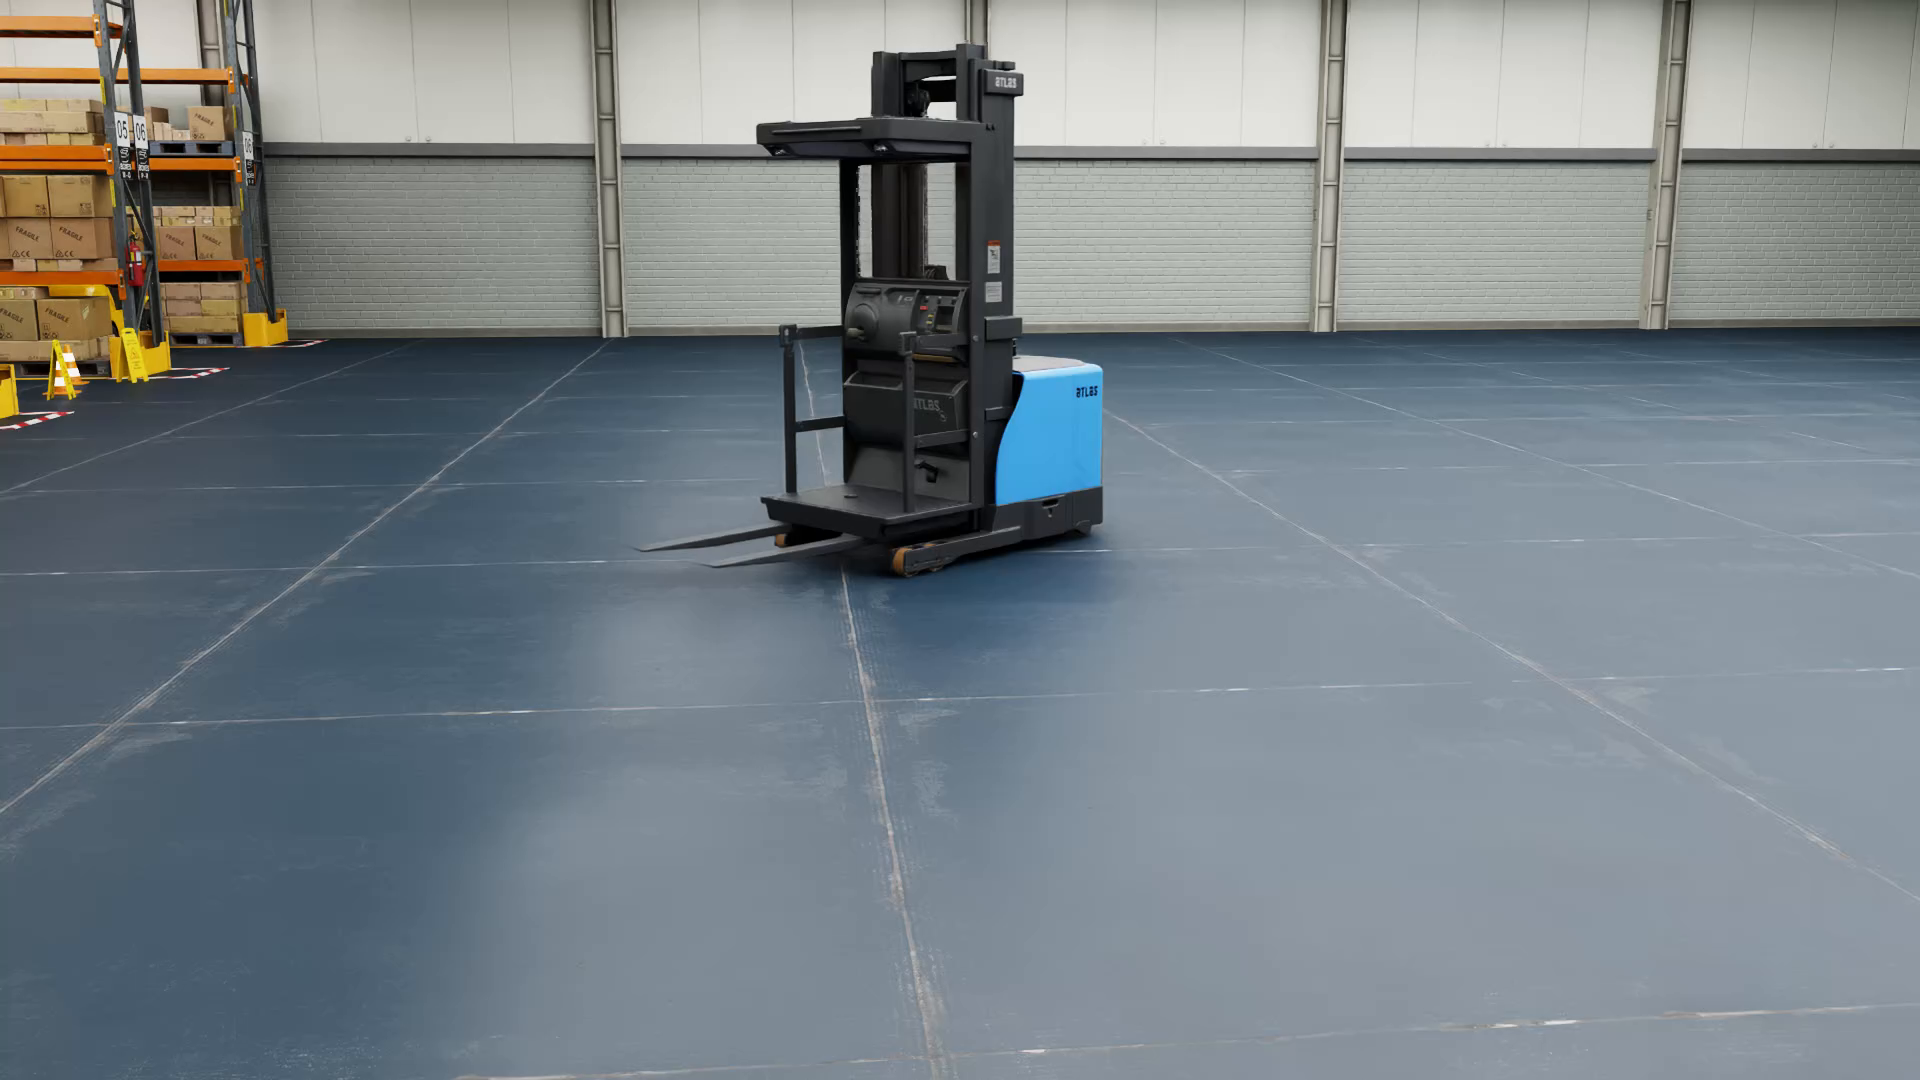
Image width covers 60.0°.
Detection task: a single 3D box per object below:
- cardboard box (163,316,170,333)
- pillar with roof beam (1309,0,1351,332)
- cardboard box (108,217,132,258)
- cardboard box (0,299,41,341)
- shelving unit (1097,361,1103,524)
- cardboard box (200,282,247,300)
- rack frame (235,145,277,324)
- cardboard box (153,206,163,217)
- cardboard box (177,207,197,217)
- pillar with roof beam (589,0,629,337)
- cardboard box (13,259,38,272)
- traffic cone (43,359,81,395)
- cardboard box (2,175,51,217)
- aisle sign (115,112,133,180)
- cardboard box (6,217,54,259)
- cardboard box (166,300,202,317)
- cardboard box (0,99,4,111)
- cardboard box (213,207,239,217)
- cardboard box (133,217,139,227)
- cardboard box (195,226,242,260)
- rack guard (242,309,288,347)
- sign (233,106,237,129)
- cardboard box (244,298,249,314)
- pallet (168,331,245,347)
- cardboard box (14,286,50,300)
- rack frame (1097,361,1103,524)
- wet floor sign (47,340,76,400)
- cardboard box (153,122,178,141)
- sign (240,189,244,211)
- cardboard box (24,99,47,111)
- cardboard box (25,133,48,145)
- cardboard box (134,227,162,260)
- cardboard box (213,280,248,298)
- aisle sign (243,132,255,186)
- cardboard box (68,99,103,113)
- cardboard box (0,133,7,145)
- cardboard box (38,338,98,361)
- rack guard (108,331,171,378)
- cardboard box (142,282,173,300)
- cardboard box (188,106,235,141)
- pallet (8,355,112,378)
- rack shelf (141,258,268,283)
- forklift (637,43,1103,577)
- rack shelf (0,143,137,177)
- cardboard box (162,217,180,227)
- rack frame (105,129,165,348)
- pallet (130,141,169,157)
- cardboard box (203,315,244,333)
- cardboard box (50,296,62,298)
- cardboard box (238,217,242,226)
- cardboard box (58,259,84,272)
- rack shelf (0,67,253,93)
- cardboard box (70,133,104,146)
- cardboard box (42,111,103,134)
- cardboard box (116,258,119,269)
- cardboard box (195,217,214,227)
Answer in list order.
[{"bbox_3d":[-12.278,-3.310,25.467,0.500,0.250,0.500,-1,11,-5],"label":"cardboard box"},{"bbox_3d":[6.718,-7.192,23.623,0.400,9.000,9.100,-1,11,-6],"label":"pillar with roof beam"},{"bbox_3d":[-10.813,-3.827,21.029,0.500,0.500,0.500,-1,11,-7],"label":"cardboard box"},{"bbox_3d":[-11.599,-2.735,20.601,0.500,0.500,0.500,-1,11,-4],"label":"cardboard box"},{"bbox_3d":[0.792,-0.637,10.882,0.252,1.050,0.215,-1,11,-5],"label":"shelving unit"},{"bbox_3d":[-11.276,-3.819,25.464,0.500,0.250,0.500,-1,11,-4],"label":"cardboard box"},{"bbox_3d":[-10.852,-4.541,25.688,0.127,3.000,1.000,-1,11,-6],"label":"rack frame"},{"bbox_3d":[-12.187,-4.967,25.144,0.250,0.149,0.380,-1,11,-5],"label":"cardboard box"},{"bbox_3d":[-11.684,-4.984,25.233,0.250,0.149,0.380,-1,11,-5],"label":"cardboard box"},{"bbox_3d":[-5.211,-6.942,22.351,0.400,9.000,9.100,-1,11,-6],"label":"pillar with roof beam"},{"bbox_3d":[-11.410,-3.378,20.425,0.250,0.149,0.380,-1,11,-5],"label":"cardboard box"},{"bbox_3d":[-10.142,-1.882,18.741,0.334,0.463,0.336,-1,11,-6],"label":"traffic cone"},{"bbox_3d":[-11.300,-4.213,20.399,0.500,0.500,0.700,-1,11,-6],"label":"cardboard box"},{"bbox_3d":[-10.219,-4.810,20.320,0.004,0.787,0.394,-1,11,-6],"label":"aisle sign"},{"bbox_3d":[-11.320,-3.710,20.434,0.500,0.500,0.500,-1,11,-6],"label":"cardboard box"},{"bbox_3d":[-11.802,-3.564,25.466,0.500,0.250,0.500,-1,11,-7],"label":"cardboard box"},{"bbox_3d":[-11.630,-5.259,20.151,0.250,0.149,0.380,-1,11,-6],"label":"cardboard box"},{"bbox_3d":[-11.185,-5.006,25.344,0.250,0.149,0.380,-1,11,-6],"label":"cardboard box"},{"bbox_3d":[-12.439,-4.816,25.146,0.250,0.149,0.380,-1,11,-6],"label":"cardboard box"},{"bbox_3d":[-11.312,-4.529,25.370,0.500,0.500,0.500,-1,11,-7],"label":"cardboard box"},{"bbox_3d":[-10.828,-3.315,25.932,0.348,0.500,1.175,-1,11,-6],"label":"rack guard"},{"bbox_3d":[-10.807,-6.304,24.790,0.005,0.325,0.100,-1,11,-6],"label":"sign"},{"bbox_3d":[-11.341,-3.673,26.018,0.500,0.250,0.500,-1,11,-5],"label":"cardboard box"},{"bbox_3d":[-11.607,-3.148,25.835,1.213,0.211,1.003,-1,11,-6],"label":"pallet"},{"bbox_3d":[-11.438,-3.045,20.493,0.250,0.149,0.380,-1,11,-4],"label":"cardboard box"},{"bbox_3d":[0.913,-0.640,10.893,0.008,1.050,0.200,-1,11,-5],"label":"rack frame"},{"bbox_3d":[-9.862,-1.867,18.190,0.232,0.644,0.267,-3,12,-16],"label":"wet floor sign"},{"bbox_3d":[-11.895,-6.121,24.951,0.258,0.266,0.396,-1,11,-6],"label":"cardboard box"},{"bbox_3d":[-10.807,-5.121,25.023,0.005,0.325,0.100,-1,11,-6],"label":"sign"},{"bbox_3d":[-11.128,-5.258,20.146,0.250,0.149,0.380,-1,11,-7],"label":"cardboard box"},{"bbox_3d":[-11.148,-4.866,20.218,0.250,0.149,0.380,-1,11,-4],"label":"cardboard box"},{"bbox_3d":[-12.339,-4.509,25.270,0.500,0.500,0.500,-1,11,-7],"label":"cardboard box"},{"bbox_3d":[-11.350,-3.914,25.950,0.500,0.250,0.500,-1,11,-7],"label":"cardboard box"},{"bbox_3d":[-10.755,-5.761,25.158,0.004,0.787,0.394,-1,11,-6],"label":"aisle sign"},{"bbox_3d":[-10.616,-5.265,20.181,0.250,0.149,0.380,-1,11,-6],"label":"cardboard box"},{"bbox_3d":[-11.650,-4.859,20.183,0.250,0.149,0.380,-1,11,-7],"label":"cardboard box"},{"bbox_3d":[-11.110,-2.377,20.721,0.500,0.250,0.500,-1,11,-6],"label":"cardboard box"},{"bbox_3d":[-10.387,-2.361,21.080,0.348,0.500,1.175,-1,11,-6],"label":"rack guard"},{"bbox_3d":[-12.283,-3.794,25.341,0.500,0.250,0.500,-1,11,-5],"label":"cardboard box"},{"bbox_3d":[-11.265,-6.261,25.055,0.500,0.500,0.500,-1,11,-4],"label":"cardboard box"},{"bbox_3d":[-11.199,-2.209,21.056,1.213,0.211,1.003,-1,11,-6],"label":"pallet"},{"bbox_3d":[-12.840,-4.146,25.546,4.000,0.370,1.077,-1,11,-6],"label":"rack shelf"},{"bbox_3d":[-0.466,-1.340,9.584,1.130,2.935,3.031,10,15,42],"label":"forklift"},{"bbox_3d":[-12.300,-4.666,20.415,4.000,0.370,1.077,-1,11,-6],"label":"rack shelf"},{"bbox_3d":[-11.929,-4.839,25.267,0.250,0.149,0.380,-1,11,-6],"label":"cardboard box"},{"bbox_3d":[-10.312,-3.589,20.847,0.127,3.000,1.000,-1,11,-6],"label":"rack frame"},{"bbox_3d":[-12.773,-5.933,25.225,1.213,0.211,1.003,-1,11,-6],"label":"pallet"},{"bbox_3d":[-11.285,-3.327,25.555,0.500,0.250,0.500,-1,11,-6],"label":"cardboard box"},{"bbox_3d":[-11.687,-2.838,21.121,0.500,0.500,0.500,-2,11,-8],"label":"cardboard box"},{"bbox_3d":[-11.217,-4.951,25.833,0.250,0.149,0.380,-1,11,-8],"label":"cardboard box"},{"bbox_3d":[-10.900,-3.390,20.488,0.250,0.149,0.380,-1,11,-7],"label":"cardboard box"},{"bbox_3d":[-12.840,-6.893,25.006,4.000,0.370,1.077,-1,11,-6],"label":"rack shelf"},{"bbox_3d":[-10.636,-4.876,20.271,0.250,0.149,0.380,-1,11,-6],"label":"cardboard box"},{"bbox_3d":[-10.792,-5.071,20.226,0.500,0.250,0.500,-1,11,-7],"label":"cardboard box"},{"bbox_3d":[-10.672,-3.498,21.037,0.250,0.149,0.380,-1,11,-6],"label":"cardboard box"},{"bbox_3d":[-11.417,-4.836,25.250,0.250,0.149,0.380,-1,11,-5],"label":"cardboard box"}]
